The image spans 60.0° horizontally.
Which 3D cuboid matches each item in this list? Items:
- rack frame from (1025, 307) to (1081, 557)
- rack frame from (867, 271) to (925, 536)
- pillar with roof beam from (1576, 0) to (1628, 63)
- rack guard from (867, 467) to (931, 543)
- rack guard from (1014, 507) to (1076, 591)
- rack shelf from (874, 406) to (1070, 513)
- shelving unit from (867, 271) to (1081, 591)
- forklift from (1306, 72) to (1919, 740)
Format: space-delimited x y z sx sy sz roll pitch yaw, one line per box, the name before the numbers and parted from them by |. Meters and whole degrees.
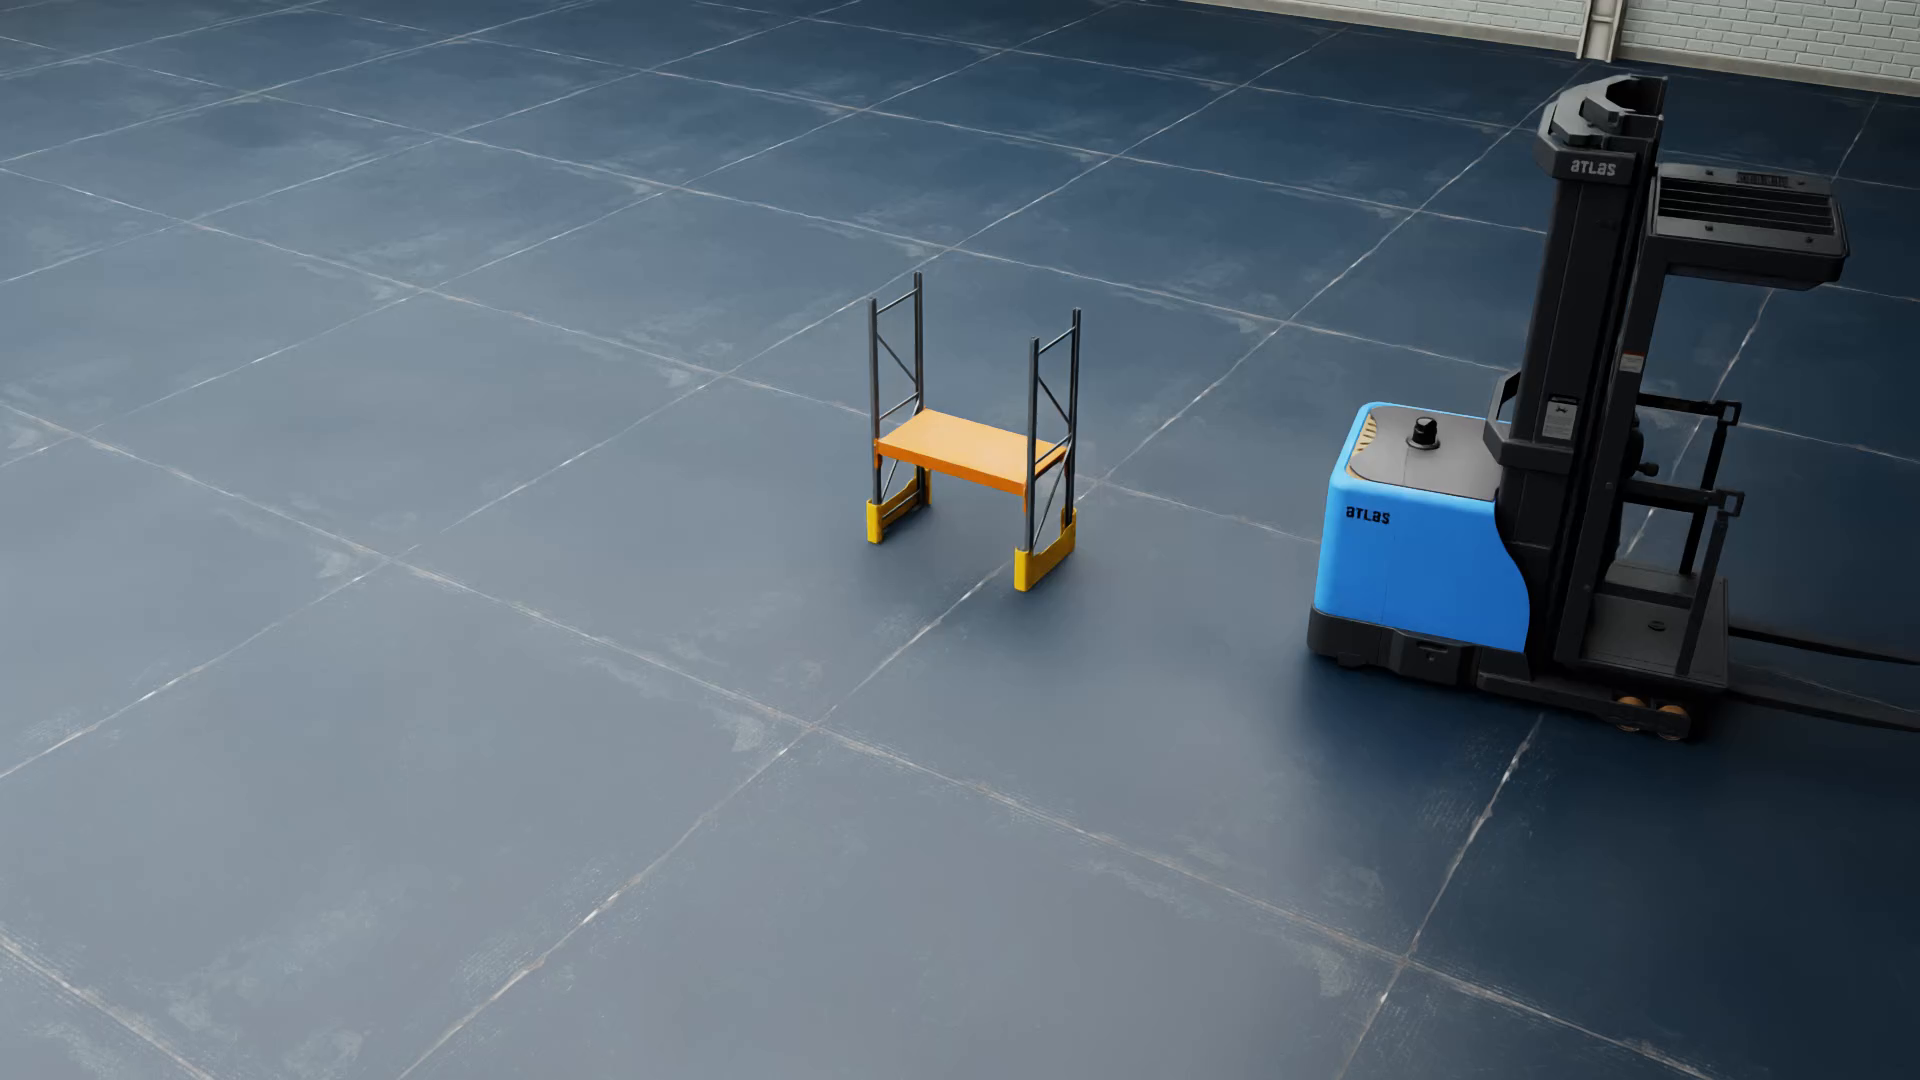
rack frame | 0.503 -0.489 9.099 0.032 1.500 0.500 18 35 27
rack frame | -0.358 -0.761 9.566 0.032 1.500 0.500 18 35 27
pillar with roof beam | 5.133 -7.673 13.973 0.400 9.000 9.100 18 35 27
rack guard | -0.357 -0.221 9.881 0.087 0.250 0.587 18 35 27
rack guard | 0.486 0.046 9.423 0.087 0.250 0.587 18 35 27
rack shelf | 0.072 -0.470 9.424 1.000 0.185 0.538 18 35 27
shelving unit | 0.065 -0.627 9.337 1.083 1.500 0.587 18 35 27
forklift | 3.379 -0.598 7.866 3.031 2.935 1.130 11 32 18
